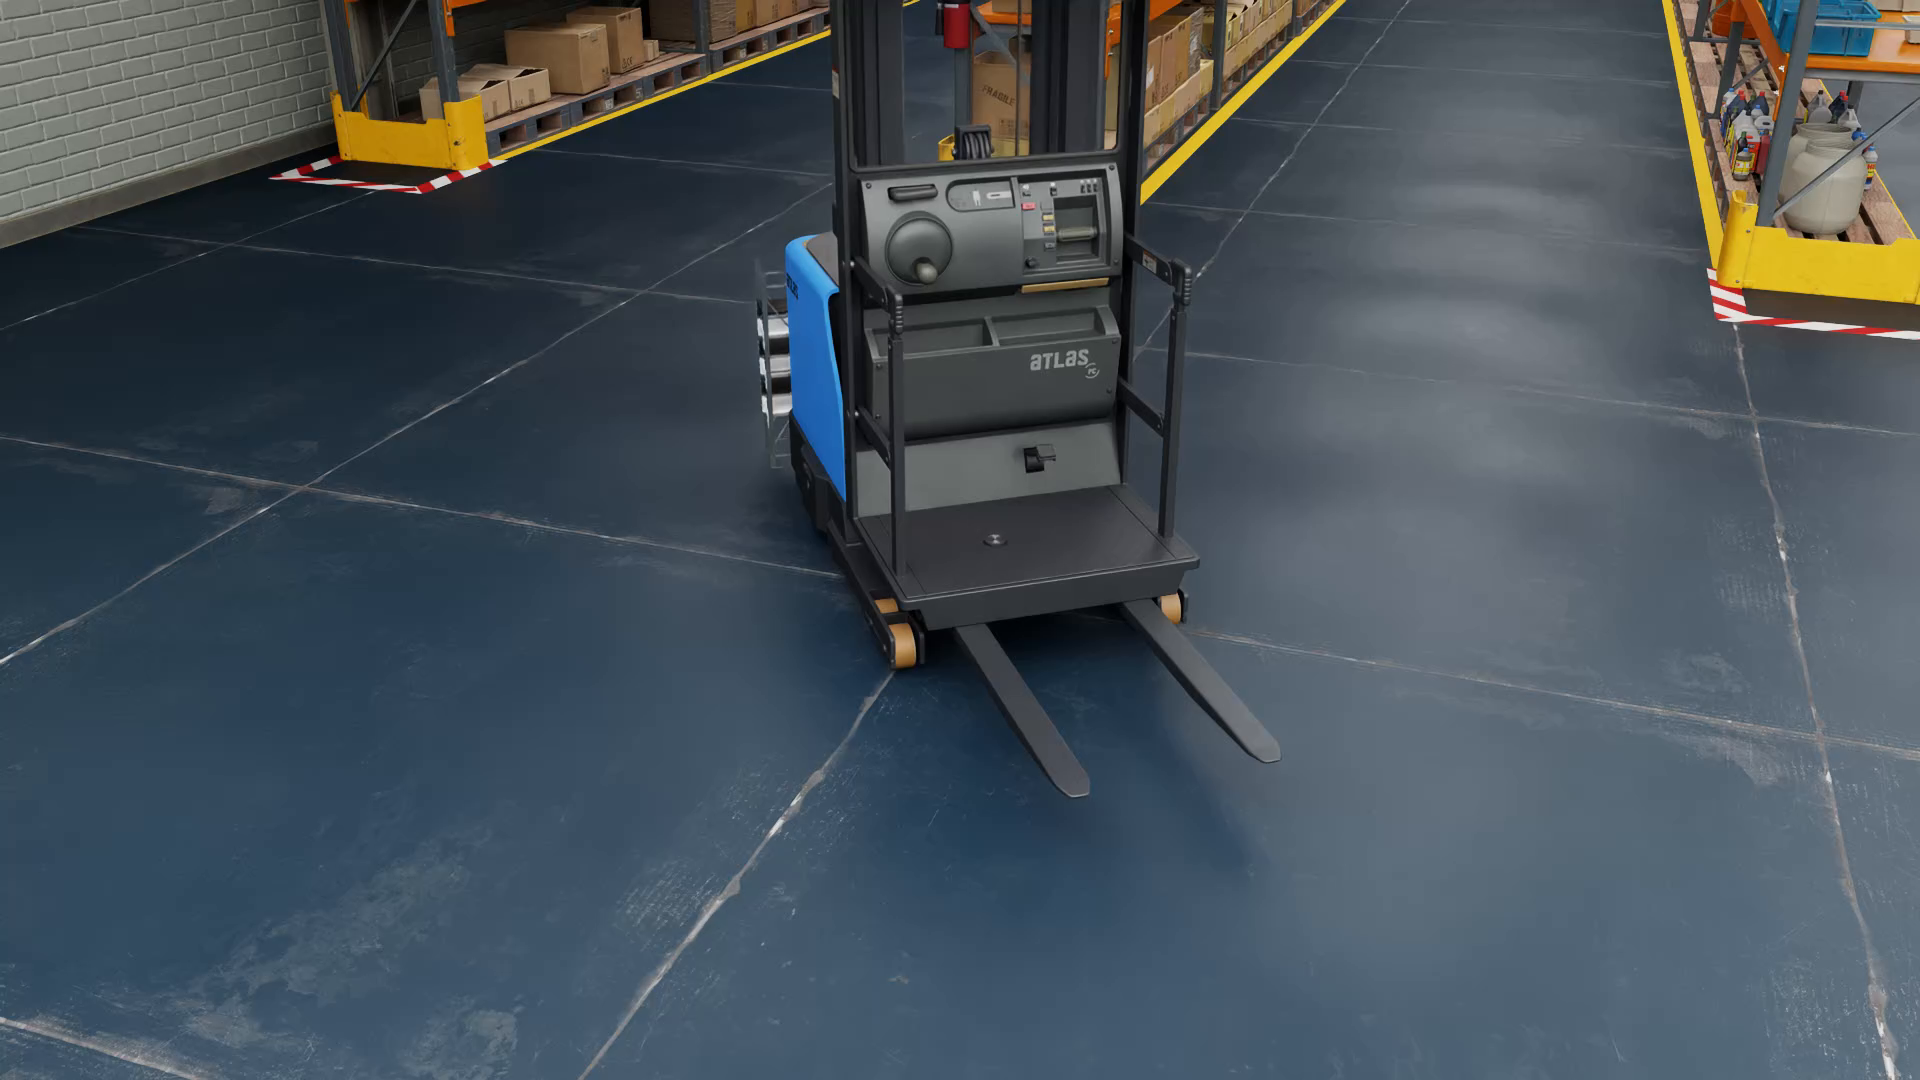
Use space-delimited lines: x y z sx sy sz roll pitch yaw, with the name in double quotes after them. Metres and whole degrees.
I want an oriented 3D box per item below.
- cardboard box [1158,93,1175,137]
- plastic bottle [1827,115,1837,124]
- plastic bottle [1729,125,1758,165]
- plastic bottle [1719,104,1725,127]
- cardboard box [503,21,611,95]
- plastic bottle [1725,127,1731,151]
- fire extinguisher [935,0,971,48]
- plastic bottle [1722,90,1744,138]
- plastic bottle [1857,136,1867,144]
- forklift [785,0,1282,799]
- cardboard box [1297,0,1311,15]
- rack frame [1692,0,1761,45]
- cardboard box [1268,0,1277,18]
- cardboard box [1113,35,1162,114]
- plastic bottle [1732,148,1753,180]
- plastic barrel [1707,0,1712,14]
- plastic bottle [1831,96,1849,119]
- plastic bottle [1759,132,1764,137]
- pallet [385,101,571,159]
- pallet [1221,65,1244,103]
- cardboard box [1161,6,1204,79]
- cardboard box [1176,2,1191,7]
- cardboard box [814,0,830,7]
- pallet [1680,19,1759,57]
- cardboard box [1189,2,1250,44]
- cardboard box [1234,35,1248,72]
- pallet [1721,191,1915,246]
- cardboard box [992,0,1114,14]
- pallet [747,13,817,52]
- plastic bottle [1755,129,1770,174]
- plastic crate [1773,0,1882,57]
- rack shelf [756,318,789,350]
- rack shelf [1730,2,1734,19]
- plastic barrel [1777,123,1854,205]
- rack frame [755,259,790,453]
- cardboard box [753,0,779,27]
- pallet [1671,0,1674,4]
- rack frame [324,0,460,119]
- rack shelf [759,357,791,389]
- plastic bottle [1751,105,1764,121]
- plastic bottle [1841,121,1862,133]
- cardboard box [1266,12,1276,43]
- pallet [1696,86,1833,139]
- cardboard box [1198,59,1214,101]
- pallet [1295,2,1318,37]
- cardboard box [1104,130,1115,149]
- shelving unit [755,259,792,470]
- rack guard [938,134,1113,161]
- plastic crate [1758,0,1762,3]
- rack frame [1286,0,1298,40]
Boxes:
1.343 -3.278 12.751 0.500 0.250 0.500 9 27 17 "cardboard box"
6.236 -2.908 11.925 0.061 0.283 0.133 9 27 17 "plastic bottle"
5.478 -2.749 11.607 0.152 0.276 0.135 8 27 16 "plastic bottle"
5.902 -3.275 12.779 0.097 0.201 0.097 0 26 0 "plastic bottle"
-3.422 -4.112 14.163 0.700 0.500 0.500 7 27 14 "cardboard box"
5.616 -2.922 12.050 0.097 0.201 0.097 0 26 0 "plastic bottle"
-0.023 -3.506 10.638 0.296 0.674 0.183 9 27 17 "fire extinguisher"
5.795 -3.180 12.411 0.144 0.351 0.185 10 27 19 "plastic bottle"
6.135 -2.613 11.330 0.097 0.271 0.097 0 26 0 "plastic bottle"
0.185 -1.059 5.575 1.130 2.935 3.031 -8 27 -15 "forklift"
3.537 -6.028 18.122 0.500 0.500 0.500 10 28 20 "cardboard box"
7.786 -6.090 15.885 1.000 3.000 0.127 9 27 17 "rack frame"
2.837 -5.341 16.369 0.500 0.311 0.500 9 27 17 "cardboard box"
1.161 -3.412 12.168 0.500 0.500 0.500 9 27 17 "cardboard box"
5.322 -2.559 11.299 0.097 0.201 0.097 0 26 0 "plastic bottle"
8.309 -5.861 17.698 0.600 0.588 0.708 9 27 17 "plastic barrel"
6.449 -3.066 12.176 0.144 0.351 0.185 7 27 15 "plastic bottle"
5.657 -2.785 11.766 0.097 0.201 0.097 0 26 0 "plastic bottle"
-3.890 -3.344 13.414 1.003 0.211 1.213 9 27 17 "pallet"
1.994 -4.219 15.222 1.003 0.211 1.213 9 27 17 "pallet"
1.660 -4.029 13.441 0.500 0.500 0.500 9 27 17 "cardboard box"
1.817 -4.792 15.236 0.500 0.311 0.500 10 27 19 "cardboard box"
-1.747 -6.296 18.675 0.700 0.500 0.500 9 27 18 "cardboard box"
8.009 -5.165 17.175 1.003 0.211 1.213 9 27 17 "pallet"
2.329 -4.708 15.062 0.500 0.311 0.500 8 27 17 "cardboard box"
2.324 -4.457 15.186 0.500 0.250 0.500 9 27 19 "cardboard box"
5.380 -1.918 10.470 1.003 0.211 1.213 9 27 17 "pallet"
0.622 -3.757 10.953 0.700 0.500 0.500 9 27 17 "cardboard box"
-2.225 -5.451 17.766 1.003 0.211 1.213 9 27 17 "pallet"
5.532 -2.680 11.456 0.061 0.283 0.133 9 27 17 "plastic bottle"
5.008 -2.984 9.642 0.499 0.251 0.616 9 27 17 "plastic crate"
-0.746 -0.908 7.253 0.258 0.077 0.200 -6 26 -12 "rack shelf"
7.121 -4.944 14.345 1.077 0.370 4.000 9 27 17 "rack shelf"
5.438 -2.359 10.553 0.421 0.512 0.421 0 26 0 "plastic barrel"
-0.769 -0.817 7.405 0.240 0.900 0.006 -6 26 -12 "rack frame"
-2.326 -5.684 17.411 0.700 0.500 0.500 9 27 18 "cardboard box"
9.325 -6.786 20.524 1.003 0.211 1.213 9 27 17 "pallet"
-4.218 -4.239 12.063 1.000 3.000 0.127 9 27 17 "rack frame"
-0.746 -0.745 7.330 0.258 0.077 0.200 -6 26 -12 "rack shelf"
5.861 -3.067 12.269 0.097 0.271 0.097 0 26 0 "plastic bottle"
6.283 -2.834 11.781 0.152 0.276 0.135 9 27 18 "plastic bottle"
2.833 -5.091 16.496 0.500 0.250 0.500 9 27 19 "cardboard box"
6.680 -3.519 13.776 1.003 0.211 1.213 9 27 17 "pallet"
1.837 -3.895 14.026 0.500 0.250 0.500 9 27 17 "cardboard box"
3.400 -5.856 18.602 1.003 0.211 1.213 9 27 17 "pallet"
0.842 -2.662 11.478 0.500 0.250 0.500 9 27 17 "cardboard box"
-0.746 -0.775 7.316 0.258 0.900 0.210 -6 26 -12 "shelving unit"
0.446 -2.387 11.106 1.175 0.500 0.348 9 27 17 "rack guard"
5.737 -3.834 11.469 0.450 0.188 0.662 9 27 17 "plastic crate"
3.116 -6.810 17.372 1.000 3.000 0.127 9 27 17 "rack frame"
